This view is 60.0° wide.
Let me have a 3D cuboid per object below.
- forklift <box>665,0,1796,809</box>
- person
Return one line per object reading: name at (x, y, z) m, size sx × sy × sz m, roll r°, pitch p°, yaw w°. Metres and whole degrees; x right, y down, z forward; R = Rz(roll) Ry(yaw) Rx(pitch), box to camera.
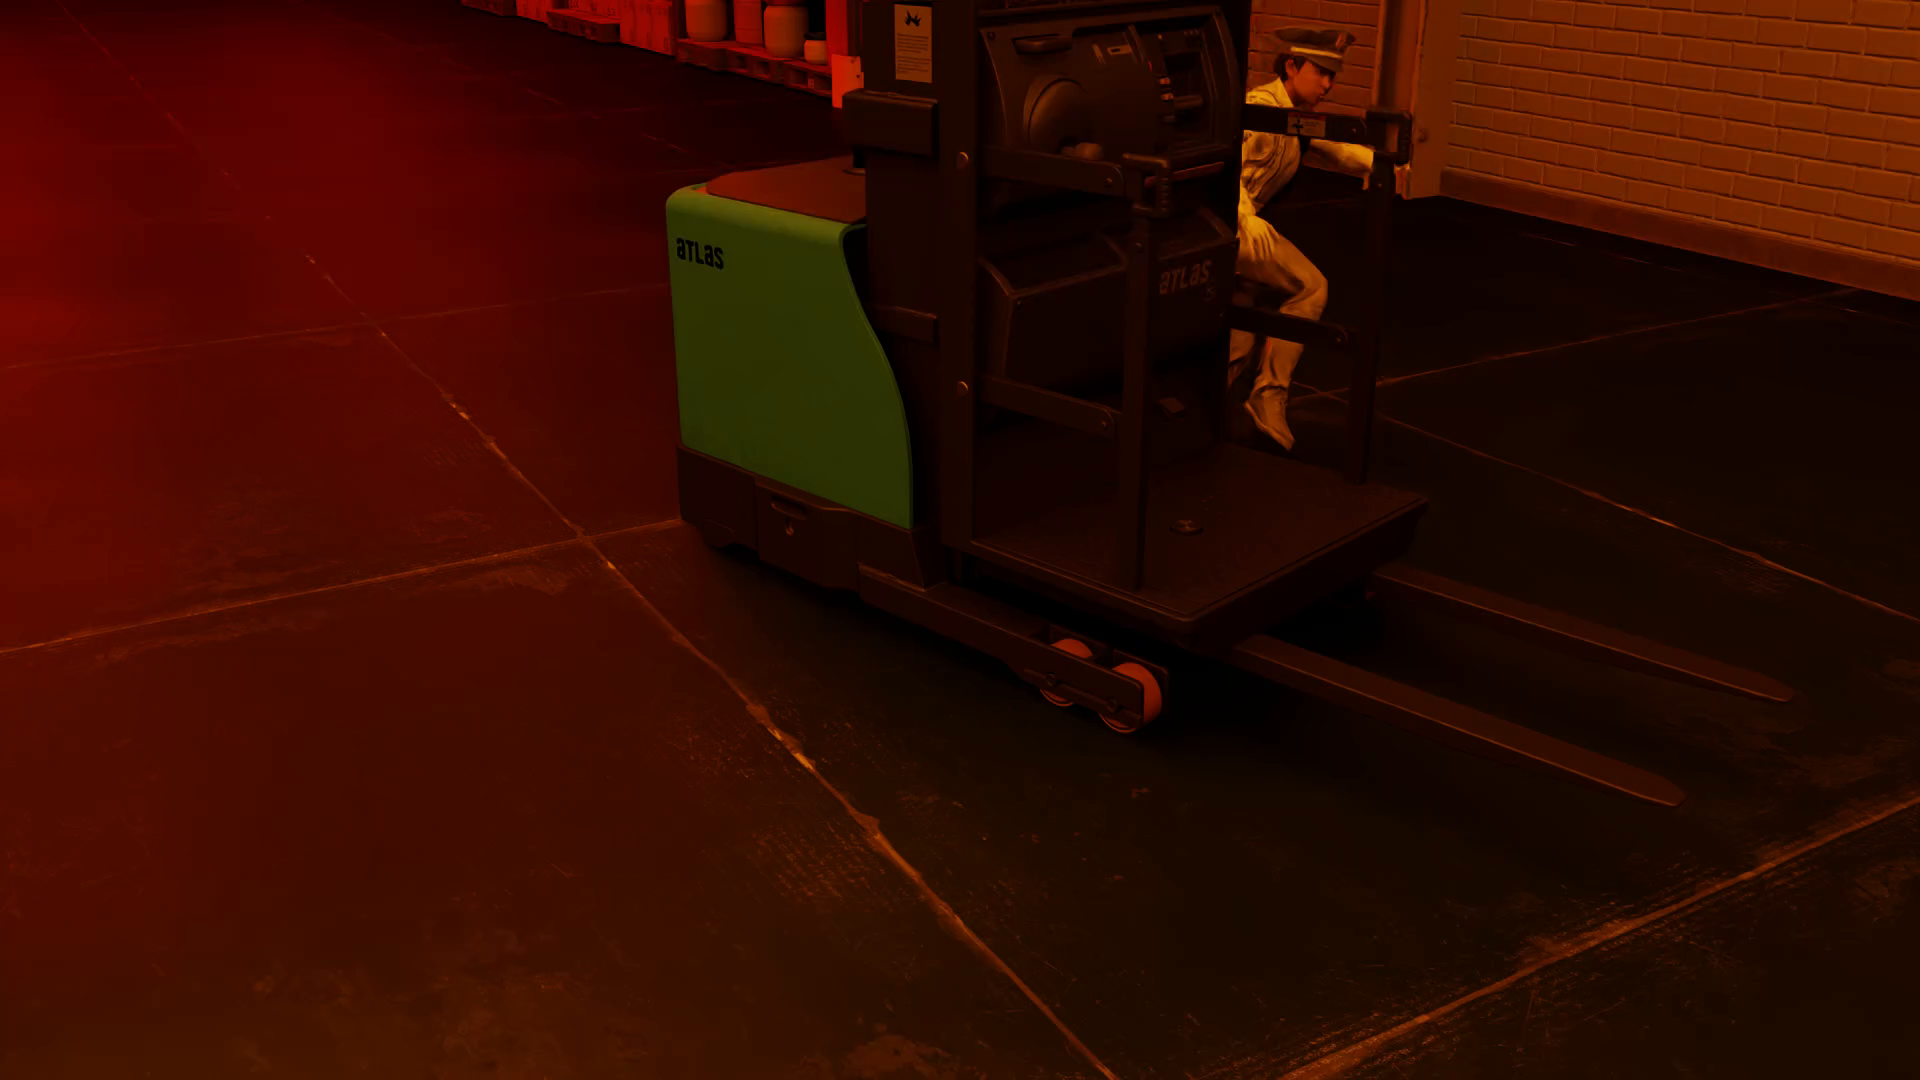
forklift at (0.548, -1.115, 3.990) m, size 3.031 × 2.935 × 1.130 m, roll 20°, pitch 30°, yaw 40°
person at (1.093, -1.009, 5.693) m, size 0.822 × 1.434 × 0.908 m, roll 6°, pitch 23°, yaw 14°
